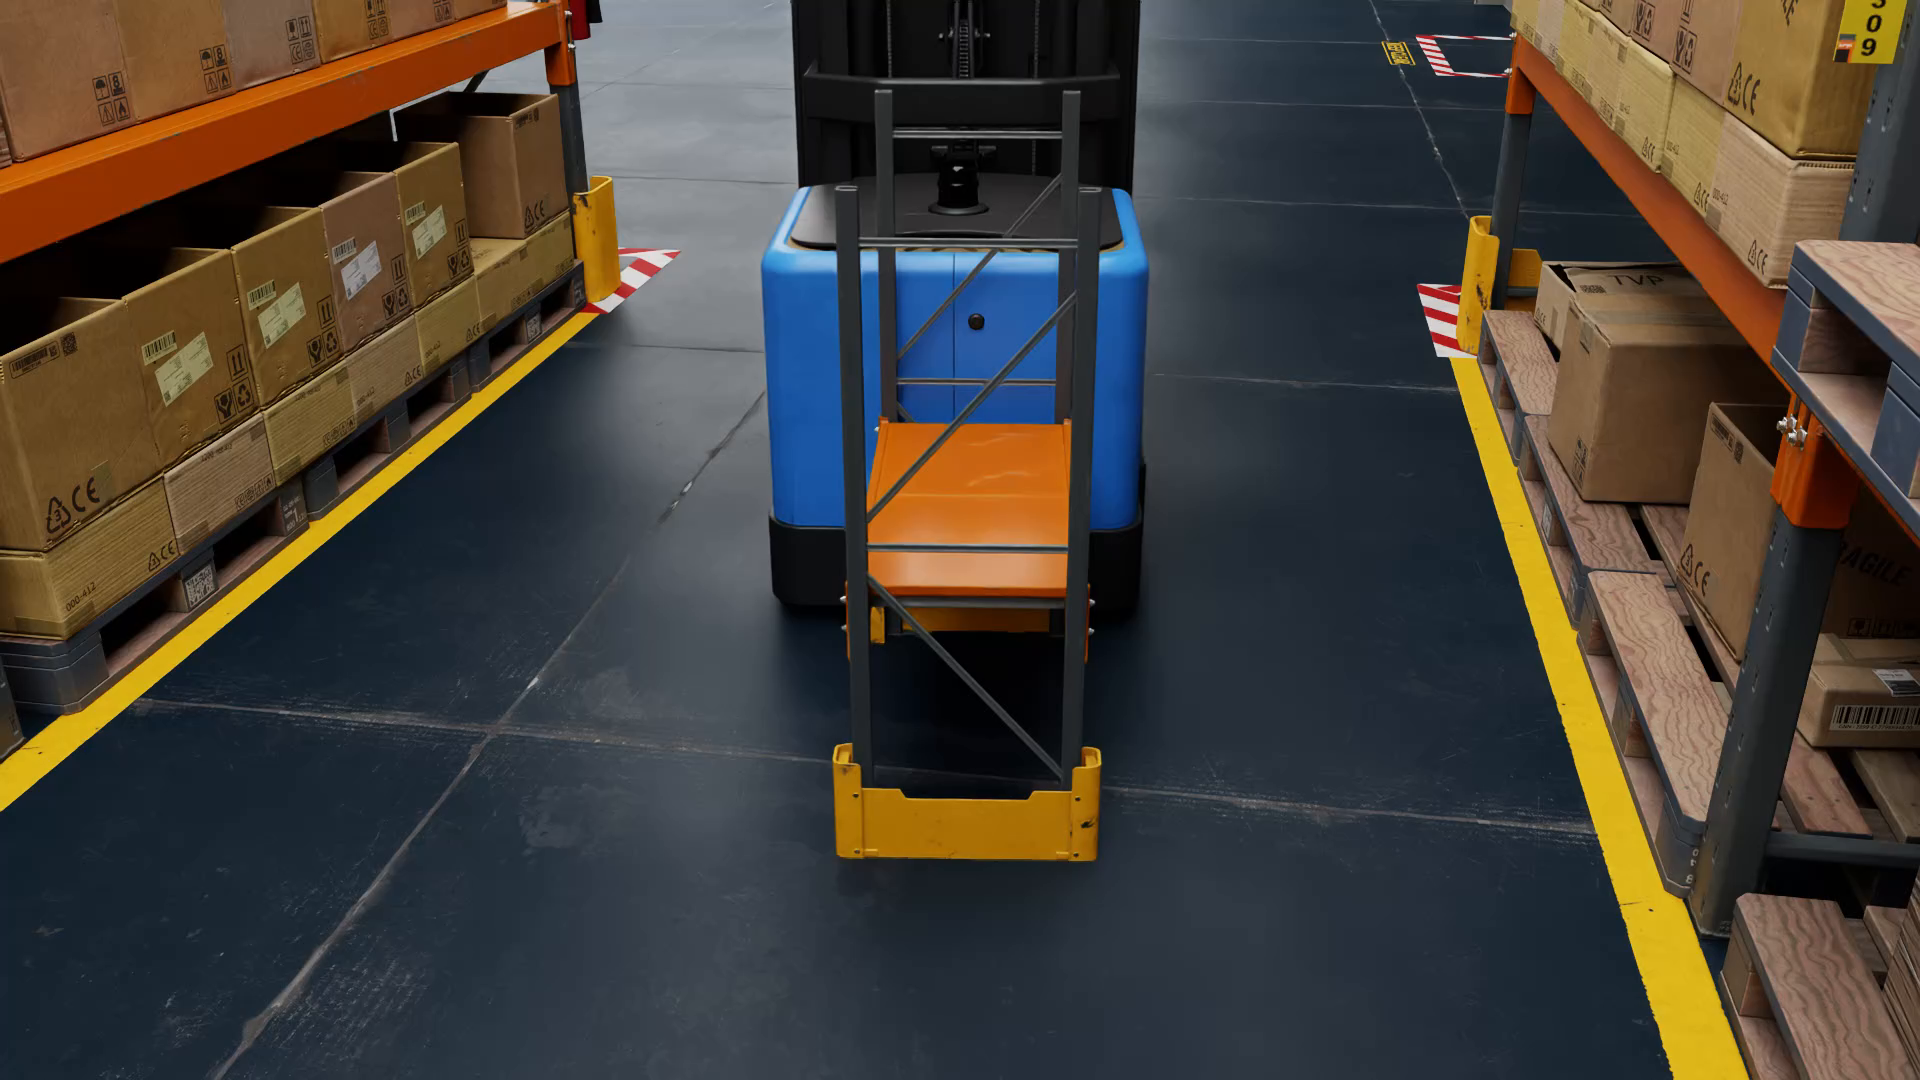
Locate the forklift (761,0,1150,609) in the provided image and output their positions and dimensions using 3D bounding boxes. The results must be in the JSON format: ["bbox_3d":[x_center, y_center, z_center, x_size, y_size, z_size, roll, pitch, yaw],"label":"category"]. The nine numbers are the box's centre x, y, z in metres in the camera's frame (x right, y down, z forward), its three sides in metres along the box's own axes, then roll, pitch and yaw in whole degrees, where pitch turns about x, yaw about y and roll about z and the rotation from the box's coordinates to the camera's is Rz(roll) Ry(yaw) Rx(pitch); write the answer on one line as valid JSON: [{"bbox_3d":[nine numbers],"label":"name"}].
[{"bbox_3d":[0.025,-1.714,5.455,1.130,2.935,3.031,1,25,1],"label":"forklift"}]

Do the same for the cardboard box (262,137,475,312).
[{"bbox_3d":[-2.130,-1.152,6.037,0.500,0.500,0.500,4,25,9],"label":"cardboard box"}]

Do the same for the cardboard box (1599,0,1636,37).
[{"bbox_3d":[2.072,-1.654,4.514,0.500,0.500,0.500,5,26,10],"label":"cardboard box"}]

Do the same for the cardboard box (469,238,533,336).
[{"bbox_3d":[-2.053,-1.022,6.643,0.500,0.250,0.500,4,25,9],"label":"cardboard box"}]

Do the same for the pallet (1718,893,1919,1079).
[{"bbox_3d":[1.921,1.071,2.712,1.003,0.211,1.213,4,25,9],"label":"pallet"}]

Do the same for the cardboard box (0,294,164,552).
[{"bbox_3d":[-2.456,-0.316,4.250,0.500,0.500,0.500,4,25,9],"label":"cardboard box"}]

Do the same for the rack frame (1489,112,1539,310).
[{"bbox_3d":[2.701,-2.190,6.391,1.000,3.000,0.127,4,25,9],"label":"rack frame"}]

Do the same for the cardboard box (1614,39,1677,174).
[{"bbox_3d":[1.982,-1.097,4.208,0.500,0.250,0.500,4,25,8],"label":"cardboard box"}]

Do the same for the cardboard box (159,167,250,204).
[{"bbox_3d":[-2.742,-0.980,5.670,0.500,0.500,0.500,4,25,9],"label":"cardboard box"}]

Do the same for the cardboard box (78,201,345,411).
[{"bbox_3d":[-2.293,-0.734,5.143,0.500,0.500,0.500,4,25,9],"label":"cardboard box"}]

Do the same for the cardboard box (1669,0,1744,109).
[{"bbox_3d":[1.895,-1.226,3.601,0.500,0.500,0.500,4,25,8],"label":"cardboard box"}]

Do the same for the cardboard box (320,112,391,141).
[{"bbox_3d":[-2.574,-1.398,6.563,0.500,0.500,0.500,4,25,9],"label":"cardboard box"}]

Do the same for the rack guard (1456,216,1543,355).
[{"bbox_3d":[2.688,-1.026,6.853,1.175,0.500,0.348,4,25,9],"label":"rack guard"}]

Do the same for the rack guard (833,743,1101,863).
[{"bbox_3d":[0.015,0.586,3.703,0.587,0.250,0.087,1,25,1],"label":"rack guard"}]

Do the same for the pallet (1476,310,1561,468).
[{"bbox_3d":[2.521,-0.558,6.194,1.003,0.211,1.213,4,25,9],"label":"pallet"}]

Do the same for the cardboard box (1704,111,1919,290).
[{"bbox_3d":[1.825,-0.678,3.313,0.500,0.250,0.500,4,25,9],"label":"cardboard box"}]

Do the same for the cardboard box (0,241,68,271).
[{"bbox_3d":[-2.887,-0.561,4.774,0.500,0.500,0.500,4,25,9],"label":"cardboard box"}]

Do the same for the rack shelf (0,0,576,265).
[{"bbox_3d":[-2.514,-1.370,5.486,1.077,0.370,4.000,4,25,9],"label":"rack shelf"}]

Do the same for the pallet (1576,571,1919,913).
[{"bbox_3d":[2.122,0.462,4.013,1.003,0.211,1.213,4,25,9],"label":"pallet"}]

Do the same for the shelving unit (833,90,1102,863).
[{"bbox_3d":[0.029,-0.191,3.889,0.587,1.500,1.083,1,25,1],"label":"shelving unit"}]

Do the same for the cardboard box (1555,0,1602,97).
[{"bbox_3d":[2.148,-1.519,5.109,0.500,0.250,0.500,4,25,8],"label":"cardboard box"}]

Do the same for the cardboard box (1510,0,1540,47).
[{"bbox_3d":[2.308,-1.949,6.030,0.500,0.250,0.500,3,25,7],"label":"cardboard box"}]

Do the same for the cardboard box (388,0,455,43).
[{"bbox_3d":[-2.357,-2.163,6.215,0.700,0.500,0.500,5,25,10],"label":"cardboard box"}]

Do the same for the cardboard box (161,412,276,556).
[{"bbox_3d":[-2.379,-0.186,4.856,0.500,0.250,0.500,4,25,9],"label":"cardboard box"}]

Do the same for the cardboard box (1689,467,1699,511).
[{"bbox_3d":[2.328,-0.093,4.754,0.380,0.149,0.250,2,25,4],"label":"cardboard box"}]

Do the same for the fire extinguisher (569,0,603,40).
[{"bbox_3d":[-1.709,-2.514,7.174,0.296,0.674,0.183,4,25,9],"label":"fire extinguisher"}]

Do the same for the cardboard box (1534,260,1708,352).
[{"bbox_3d":[2.499,-0.889,6.263,0.500,0.311,0.500,1,25,3],"label":"cardboard box"}]

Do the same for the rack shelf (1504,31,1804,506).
[{"bbox_3d":[2.374,-1.028,4.757,1.077,0.370,4.000,4,25,9],"label":"rack shelf"}]

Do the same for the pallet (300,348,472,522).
[{"bbox_3d":[-2.472,-0.438,5.936,1.003,0.211,1.213,4,25,9],"label":"pallet"}]

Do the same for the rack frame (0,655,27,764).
[{"bbox_3d":[-2.841,-0.859,3.547,1.000,3.000,0.127,4,25,9],"label":"rack frame"}]

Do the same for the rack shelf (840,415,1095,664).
[{"bbox_3d":[0.029,-0.032,3.974,0.538,0.185,1.000,1,25,1],"label":"rack shelf"}]

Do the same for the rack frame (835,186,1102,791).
[{"bbox_3d":[0.015,0.020,3.437,0.500,1.500,0.032,1,25,1],"label":"rack frame"}]

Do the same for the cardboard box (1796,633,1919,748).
[{"bbox_3d":[2.105,0.341,3.807,0.380,0.166,0.250,1,25,2],"label":"cardboard box"}]

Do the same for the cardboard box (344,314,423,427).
[{"bbox_3d":[-2.216,-0.604,5.750,0.500,0.250,0.500,4,25,9],"label":"cardboard box"}]

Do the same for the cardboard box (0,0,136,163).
[{"bbox_3d":[-2.695,-1.311,4.395,0.700,0.500,0.500,4,25,8],"label":"cardboard box"}]

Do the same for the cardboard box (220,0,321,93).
[{"bbox_3d":[-2.526,-1.735,5.301,0.700,0.500,0.500,5,26,10],"label":"cardboard box"}]
